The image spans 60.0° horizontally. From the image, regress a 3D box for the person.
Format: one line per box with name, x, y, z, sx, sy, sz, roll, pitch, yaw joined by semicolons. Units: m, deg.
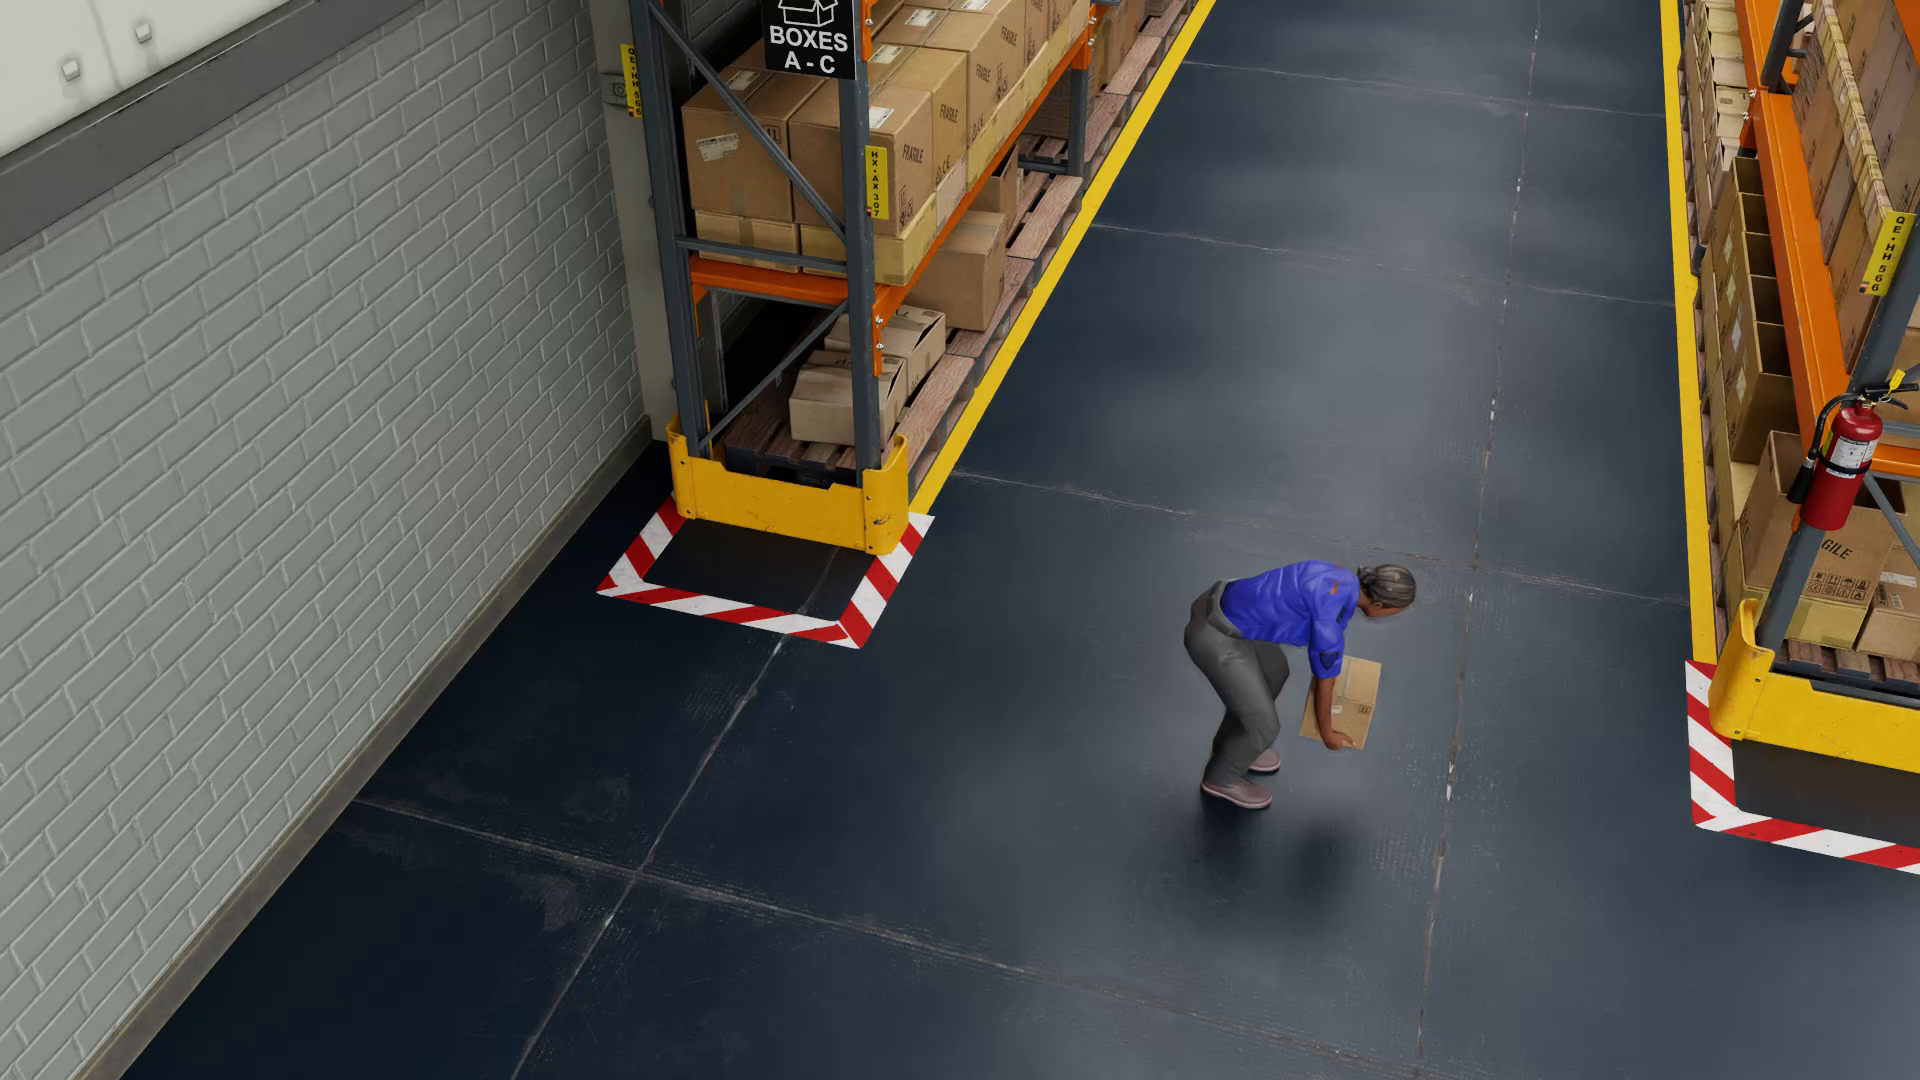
person;1.294;0.550;6.579;0.830;1.169;0.416;9;38;12
